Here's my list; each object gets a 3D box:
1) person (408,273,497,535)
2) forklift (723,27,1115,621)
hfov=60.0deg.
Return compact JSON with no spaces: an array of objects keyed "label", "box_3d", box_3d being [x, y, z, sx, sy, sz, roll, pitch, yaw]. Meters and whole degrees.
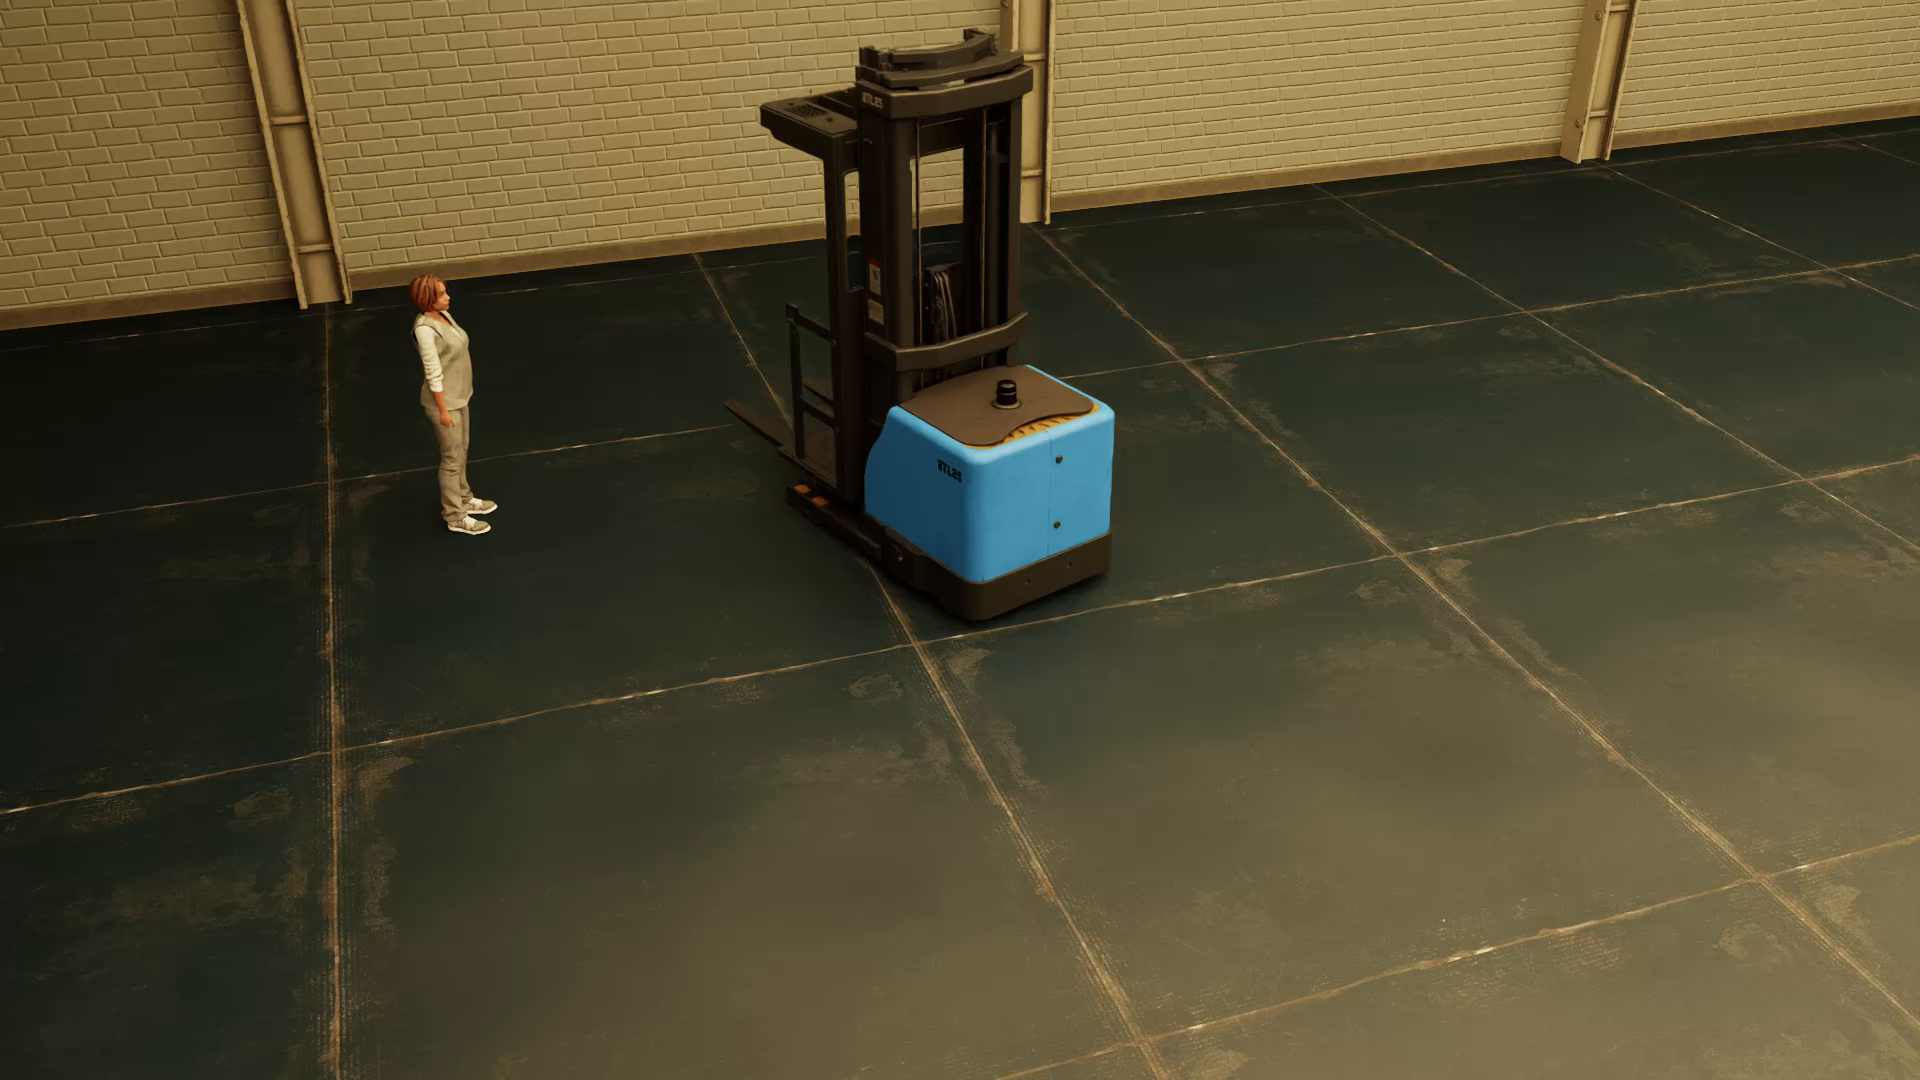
[{"label":"person","box_3d":[-3.022,-0.818,9.844,0.313,1.603,0.405,-3,30,-4]},{"label":"forklift","box_3d":[-0.420,-1.504,9.701,1.130,2.935,3.031,-21,36,-32]}]
